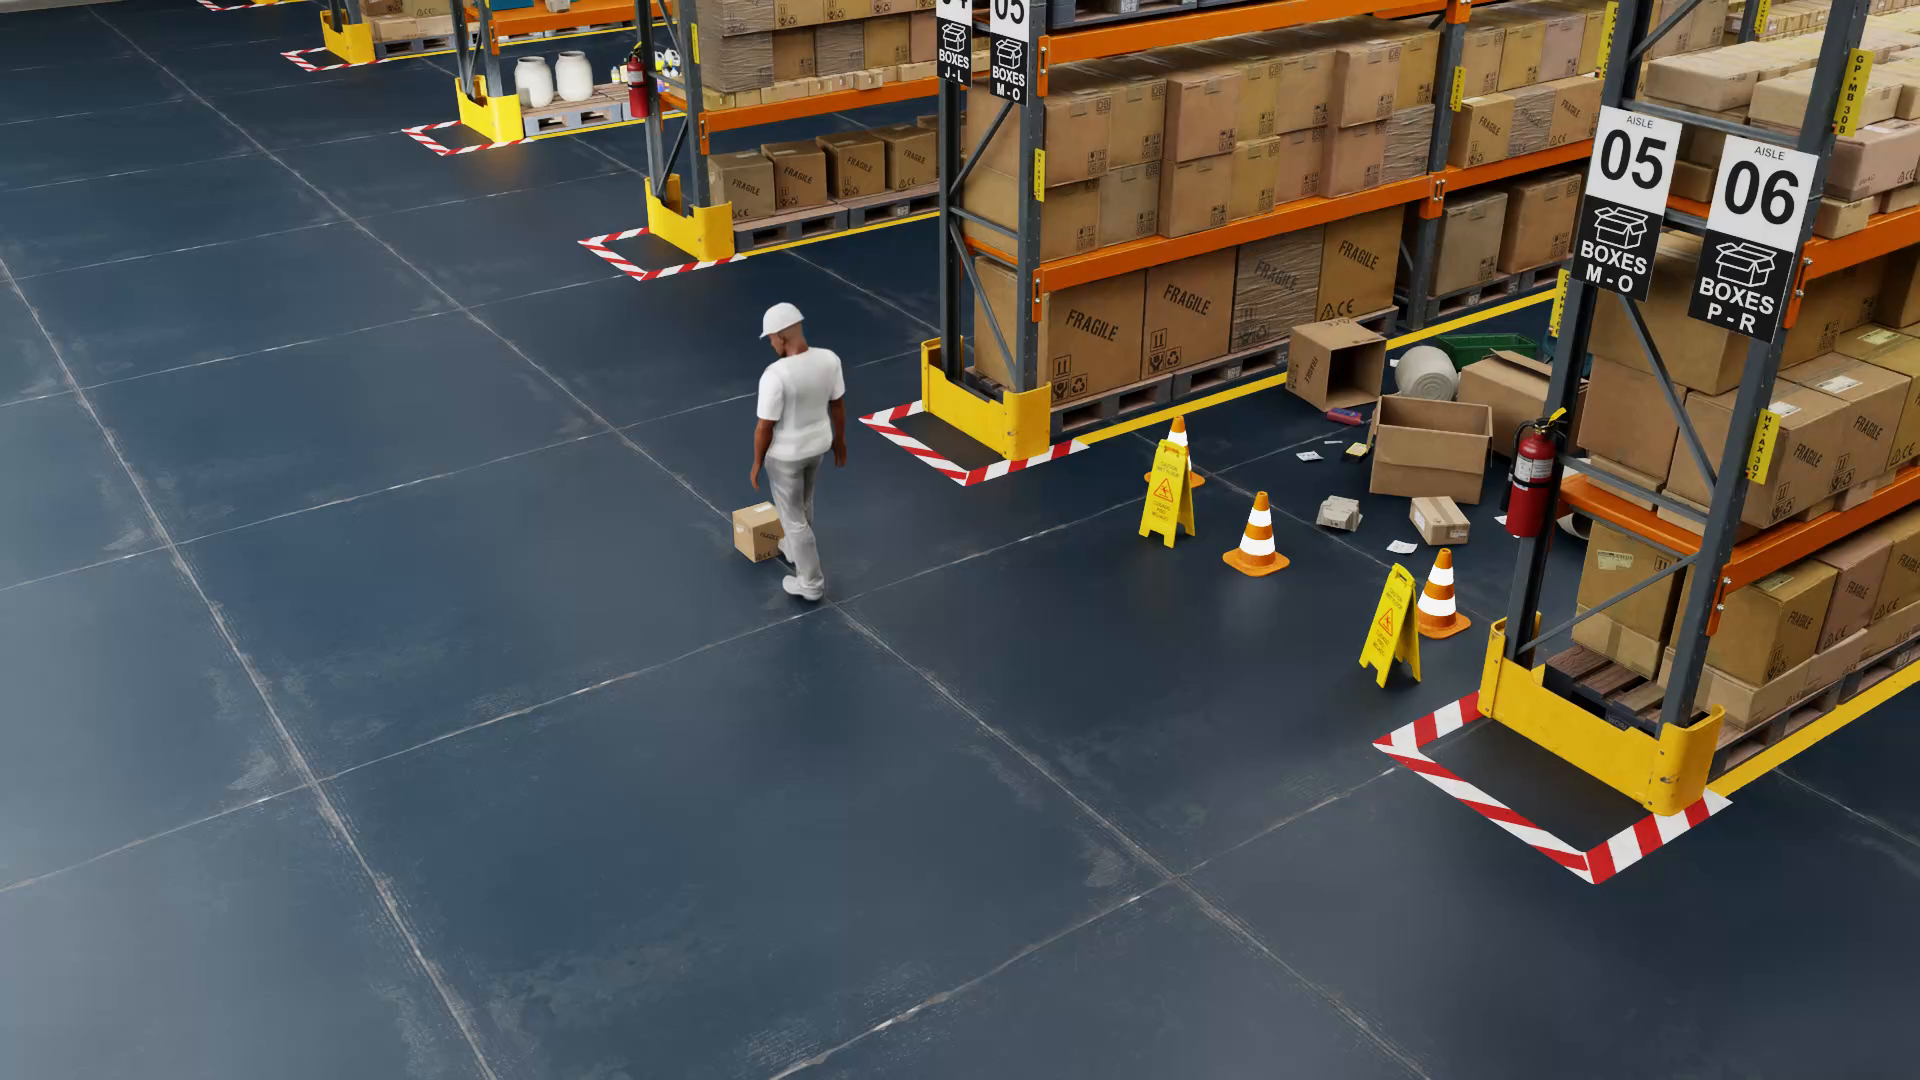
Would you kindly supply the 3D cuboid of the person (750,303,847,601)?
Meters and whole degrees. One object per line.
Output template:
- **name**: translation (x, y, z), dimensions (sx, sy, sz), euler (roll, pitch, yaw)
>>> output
- **person**: translation (-1.003, -0.552, 9.604), dimensions (0.628, 1.742, 0.766), euler (-24, 36, -37)
